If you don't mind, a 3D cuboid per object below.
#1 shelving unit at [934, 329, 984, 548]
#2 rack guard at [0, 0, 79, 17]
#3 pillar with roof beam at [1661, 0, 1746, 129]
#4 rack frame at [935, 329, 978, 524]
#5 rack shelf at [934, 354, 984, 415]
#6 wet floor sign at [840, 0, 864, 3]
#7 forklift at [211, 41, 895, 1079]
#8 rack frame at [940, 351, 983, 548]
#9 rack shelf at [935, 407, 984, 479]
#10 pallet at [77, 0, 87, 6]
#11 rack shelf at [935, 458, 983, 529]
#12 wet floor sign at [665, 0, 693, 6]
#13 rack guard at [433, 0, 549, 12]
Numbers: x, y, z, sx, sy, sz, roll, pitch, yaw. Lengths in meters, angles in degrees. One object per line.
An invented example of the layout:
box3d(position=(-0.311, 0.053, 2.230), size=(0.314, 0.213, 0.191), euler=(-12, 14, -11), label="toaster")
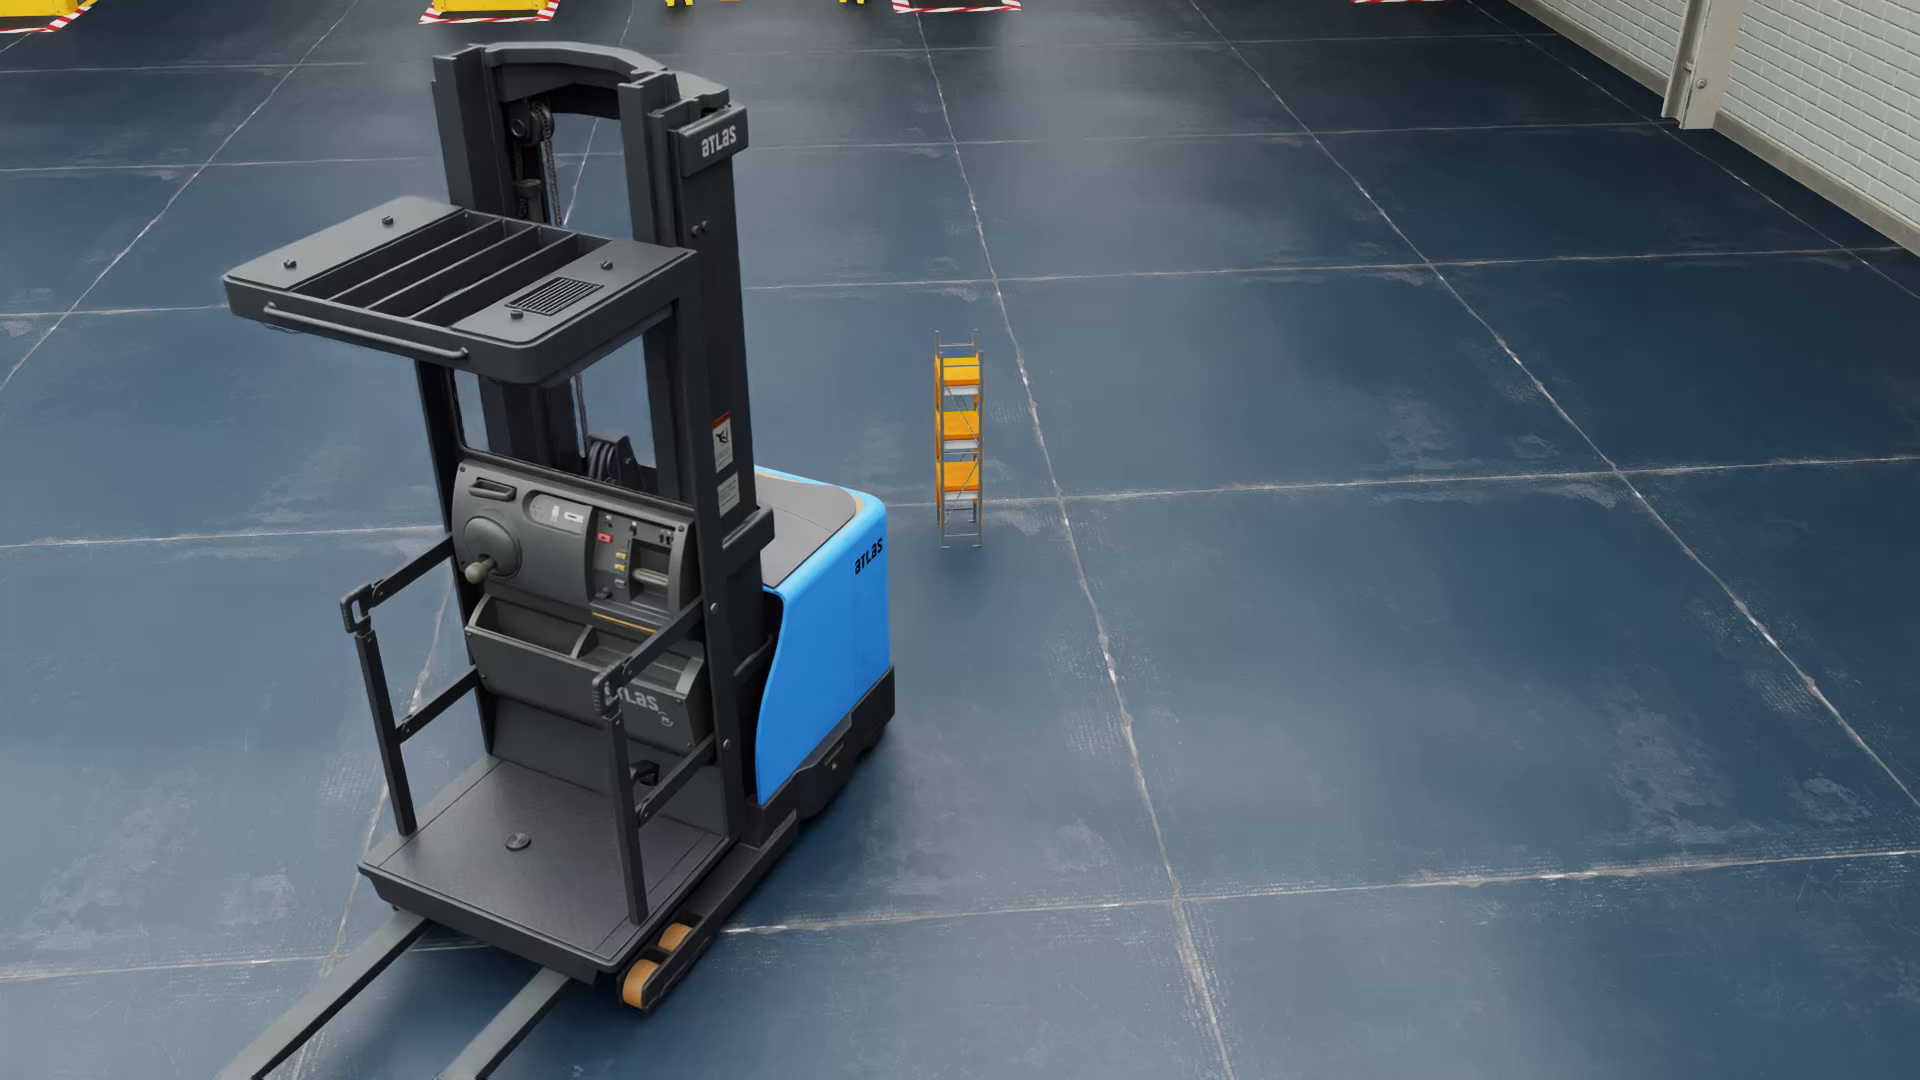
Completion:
box3d(position=(-0.005, -0.478, 8.027), size=(0.215, 1.050, 0.252), euler=(-3, 31, -5), label="shelving unit")
box3d(position=(-9.966, -5.789, 17.455), size=(1.175, 0.500, 0.348), euler=(-3, 31, -5), label="rack guard")
box3d(position=(1.956, -7.243, 11.600), size=(9.100, 9.000, 0.400), euler=(-3, 31, -5), label="pillar with roof beam")
box3d(position=(-0.016, -0.540, 8.131), size=(0.200, 1.050, 0.008), euler=(-3, 31, -5), label="rack frame")
box3d(position=(-0.005, -0.713, 7.886), size=(0.215, 0.259, 0.240), euler=(-3, 31, -5), label="rack shelf")
box3d(position=(-1.140, -6.139, 17.899), size=(0.267, 0.644, 0.232), euler=(8, 32, 13), label="wet floor sign")
box3d(position=(-1.378, 0.063, 5.286), size=(1.130, 2.935, 3.031), euler=(14, 34, 22), label="forklift")
box3d(position=(0.006, -0.416, 7.922), size=(0.200, 1.050, 0.008), euler=(-3, 31, -5), label="rack frame")
box3d(position=(-0.005, -0.469, 8.032), size=(0.215, 0.259, 0.240), euler=(-3, 31, -5), label="rack shelf")
box3d(position=(-10.007, -6.082, 18.226), size=(1.003, 0.211, 1.213), euler=(-3, 31, -5), label="pallet")
box3d(position=(-0.005, -0.230, 8.174), size=(0.215, 0.259, 0.240), euler=(-3, 31, -5), label="rack shelf")
box3d(position=(-3.037, -6.079, 17.798), size=(0.267, 0.644, 0.232), euler=(-8, 32, -13), label="wet floor sign")
box3d(position=(-5.009, -5.924, 17.681), size=(1.175, 0.500, 0.348), euler=(-3, 31, -5), label="rack guard")
